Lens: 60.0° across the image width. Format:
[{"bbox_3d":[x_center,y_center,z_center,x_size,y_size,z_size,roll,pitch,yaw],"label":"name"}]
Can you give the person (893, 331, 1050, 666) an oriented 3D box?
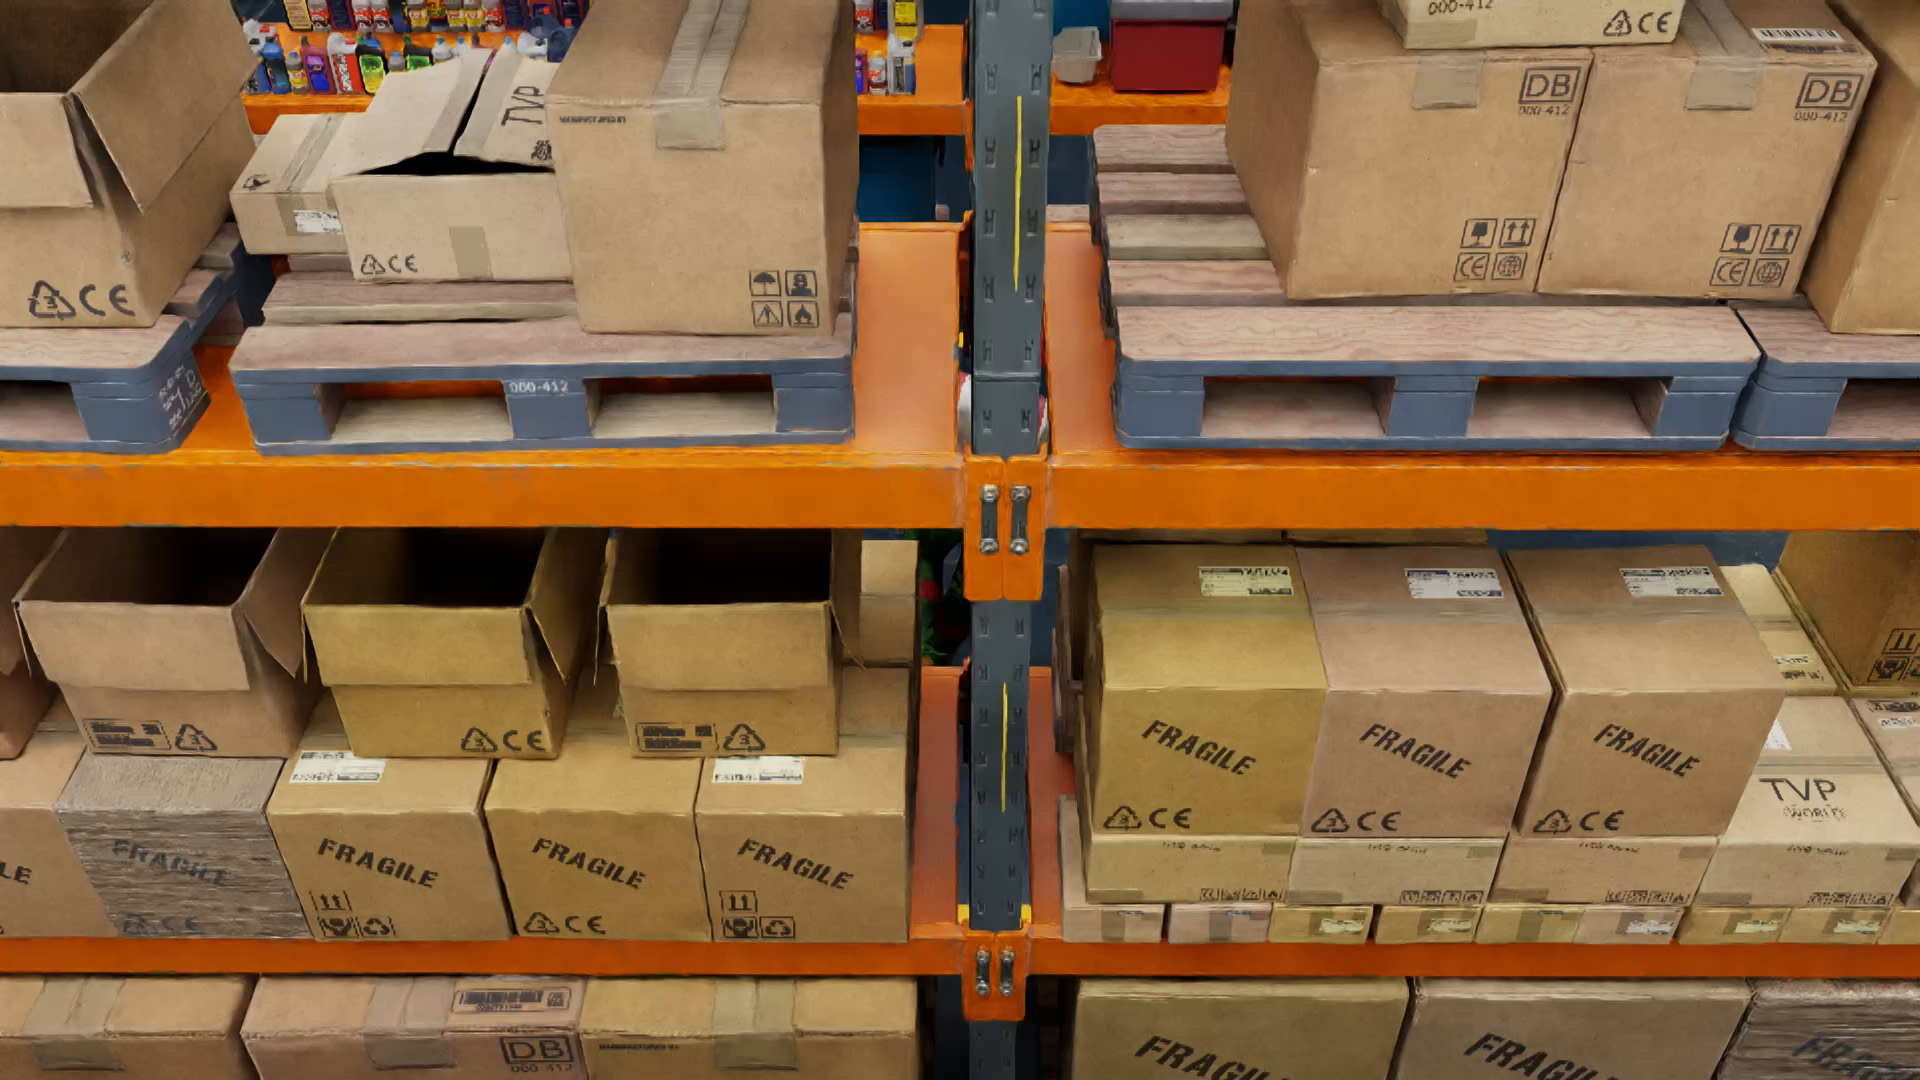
[{"bbox_3d":[0.054,-0.083,6.253,0.656,1.753,0.658,7,40,8],"label":"person"}]
